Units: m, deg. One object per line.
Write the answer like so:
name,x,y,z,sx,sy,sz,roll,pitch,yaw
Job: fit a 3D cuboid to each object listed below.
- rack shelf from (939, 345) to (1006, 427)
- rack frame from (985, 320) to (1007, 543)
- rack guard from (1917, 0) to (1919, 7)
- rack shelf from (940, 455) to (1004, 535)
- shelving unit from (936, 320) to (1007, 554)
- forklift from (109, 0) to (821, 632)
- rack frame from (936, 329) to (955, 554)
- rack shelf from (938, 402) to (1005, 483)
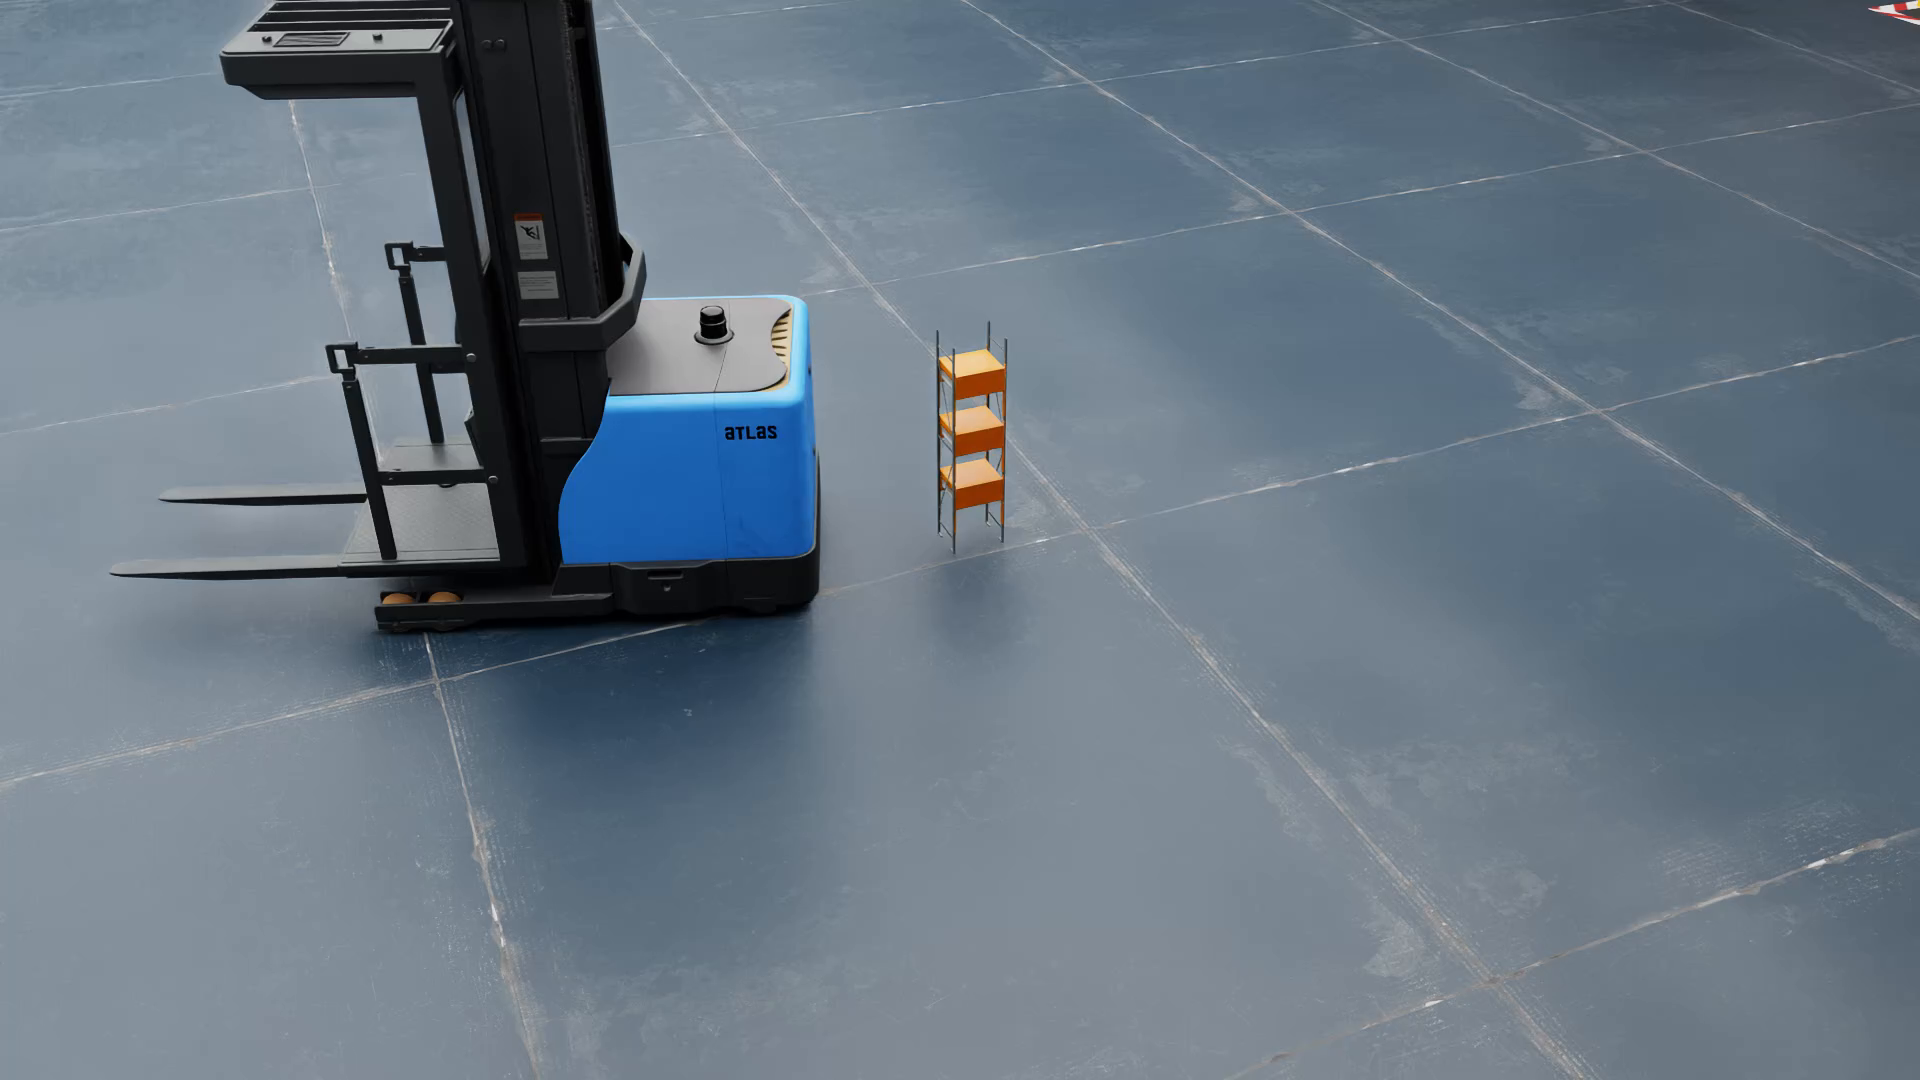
rack shelf,0.049,-0.680,7.332,0.240,0.259,0.215,-13,35,-19
rack frame,0.162,-0.477,7.521,0.008,1.050,0.200,-13,35,-19
rack guard,9.172,-4.882,14.795,0.348,0.500,1.175,-13,35,-19
rack shelf,0.049,-0.210,7.638,0.240,0.259,0.215,-13,35,-19
shelving unit,0.049,-0.451,7.481,0.252,1.050,0.215,-13,35,-19
forklift,-2.156,-1.130,6.799,3.031,2.935,1.130,-2,33,-3
rack frame,-0.063,-0.426,7.441,0.008,1.050,0.200,-13,35,-19
rack shelf,0.049,-0.442,7.487,0.240,0.259,0.215,-13,35,-19
